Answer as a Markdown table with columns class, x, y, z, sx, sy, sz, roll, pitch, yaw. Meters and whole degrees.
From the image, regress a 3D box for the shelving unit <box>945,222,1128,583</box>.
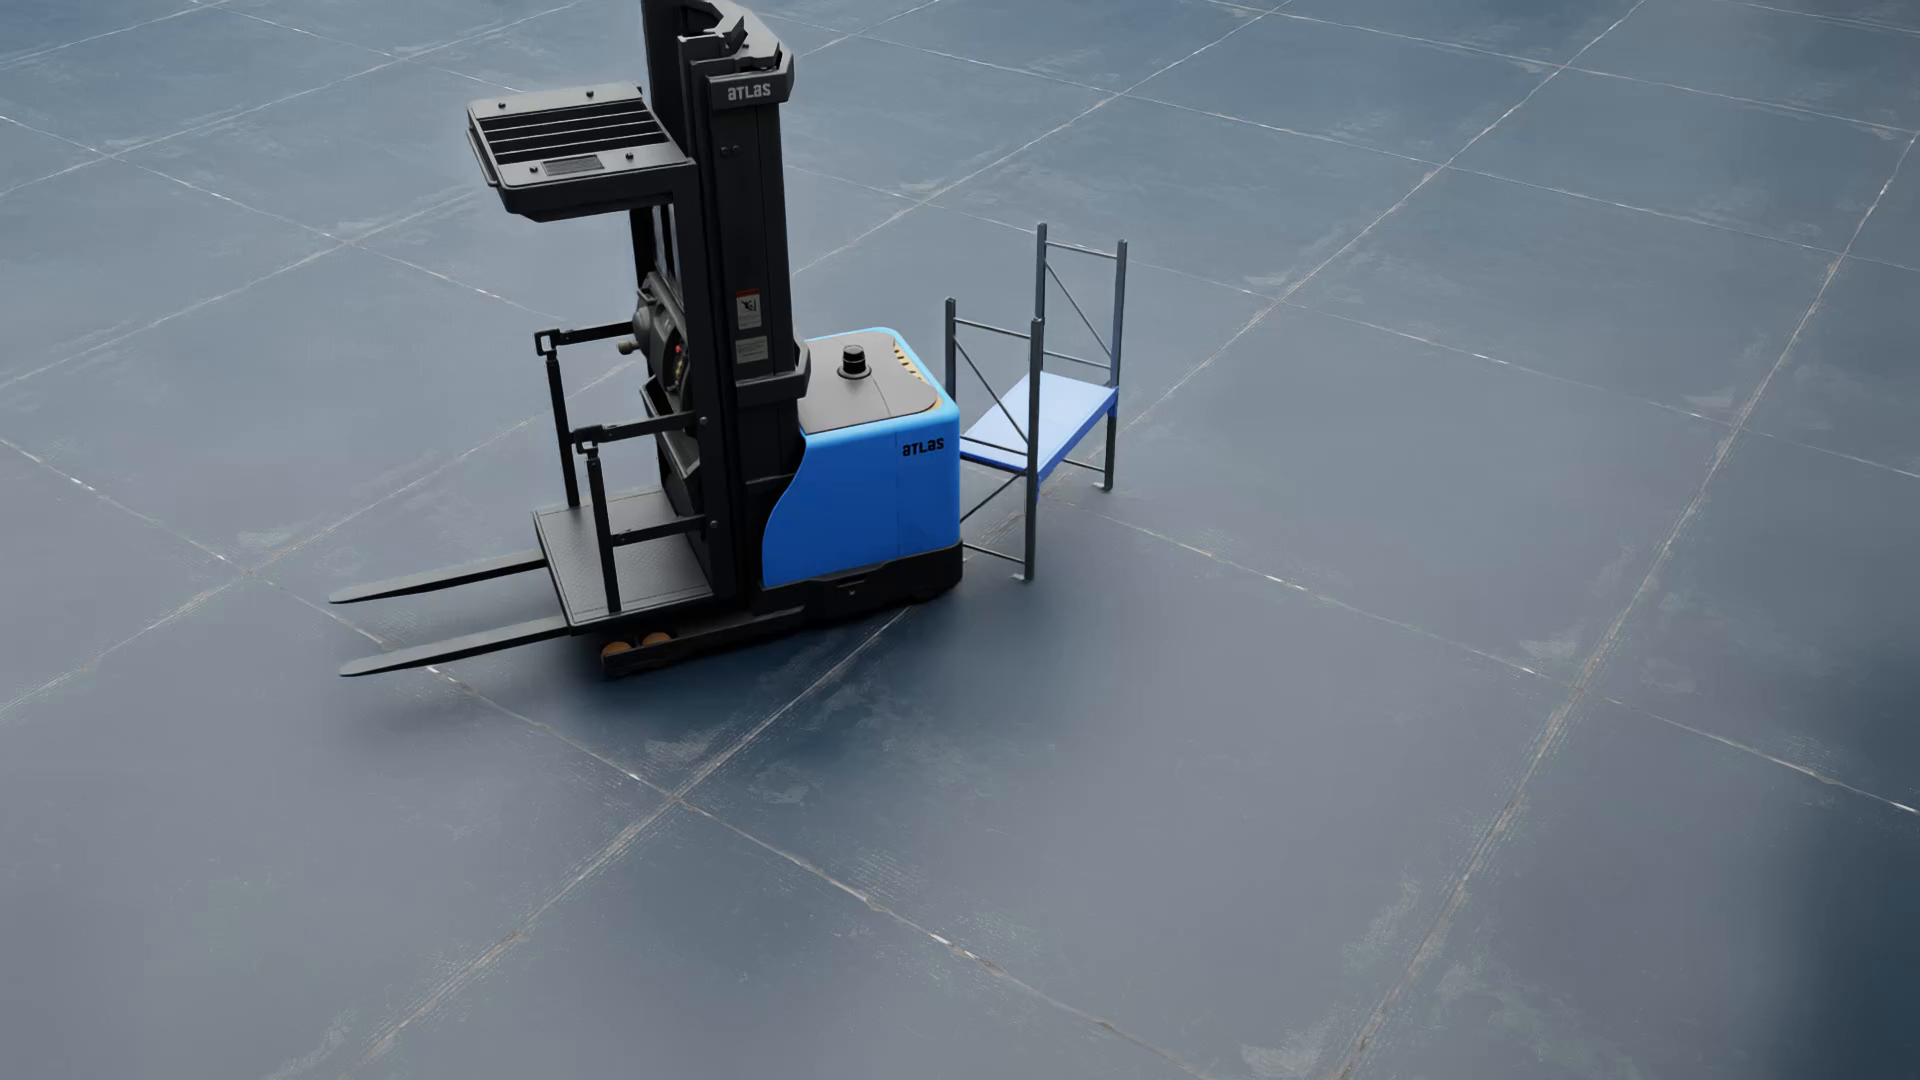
| class | x | y | z | sx | sy | sz | roll | pitch | yaw |
| --- | --- | --- | --- | --- | --- | --- | --- | --- | --- |
| shelving unit | 0.394 | -0.722 | 8.655 | 0.538 | 1.500 | 1.048 | 17 | 37 | 23 |

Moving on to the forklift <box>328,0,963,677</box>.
| class | x | y | z | sx | sy | sz | roll | pitch | yaw |
| --- | --- | --- | --- | --- | --- | --- | --- | --- | --- |
| forklift | -1.556 | -0.897 | 7.635 | 3.031 | 2.935 | 1.130 | -13 | 36 | -18 |

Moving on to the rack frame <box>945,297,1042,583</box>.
| class | x | y | z | sx | sy | sz | roll | pitch | yaw |
| --- | --- | --- | --- | --- | --- | --- | --- | --- | --- |
| rack frame | 0.156 | -0.471 | 8.283 | 0.500 | 1.500 | 0.032 | 17 | 37 | 23 |

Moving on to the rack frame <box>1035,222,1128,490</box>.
| class | x | y | z | sx | sy | sz | roll | pitch | yaw |
| --- | --- | --- | --- | --- | --- | --- | --- | --- | --- |
| rack frame | 0.632 | -0.974 | 9.026 | 0.500 | 1.500 | 0.032 | 17 | 37 | 23 |

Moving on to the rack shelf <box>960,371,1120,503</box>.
| class | x | y | z | sx | sy | sz | roll | pitch | yaw |
| --- | --- | --- | --- | --- | --- | --- | --- | --- | --- |
| rack shelf | 0.394 | -0.573 | 8.755 | 0.538 | 0.185 | 1.000 | 17 | 37 | 23 |
